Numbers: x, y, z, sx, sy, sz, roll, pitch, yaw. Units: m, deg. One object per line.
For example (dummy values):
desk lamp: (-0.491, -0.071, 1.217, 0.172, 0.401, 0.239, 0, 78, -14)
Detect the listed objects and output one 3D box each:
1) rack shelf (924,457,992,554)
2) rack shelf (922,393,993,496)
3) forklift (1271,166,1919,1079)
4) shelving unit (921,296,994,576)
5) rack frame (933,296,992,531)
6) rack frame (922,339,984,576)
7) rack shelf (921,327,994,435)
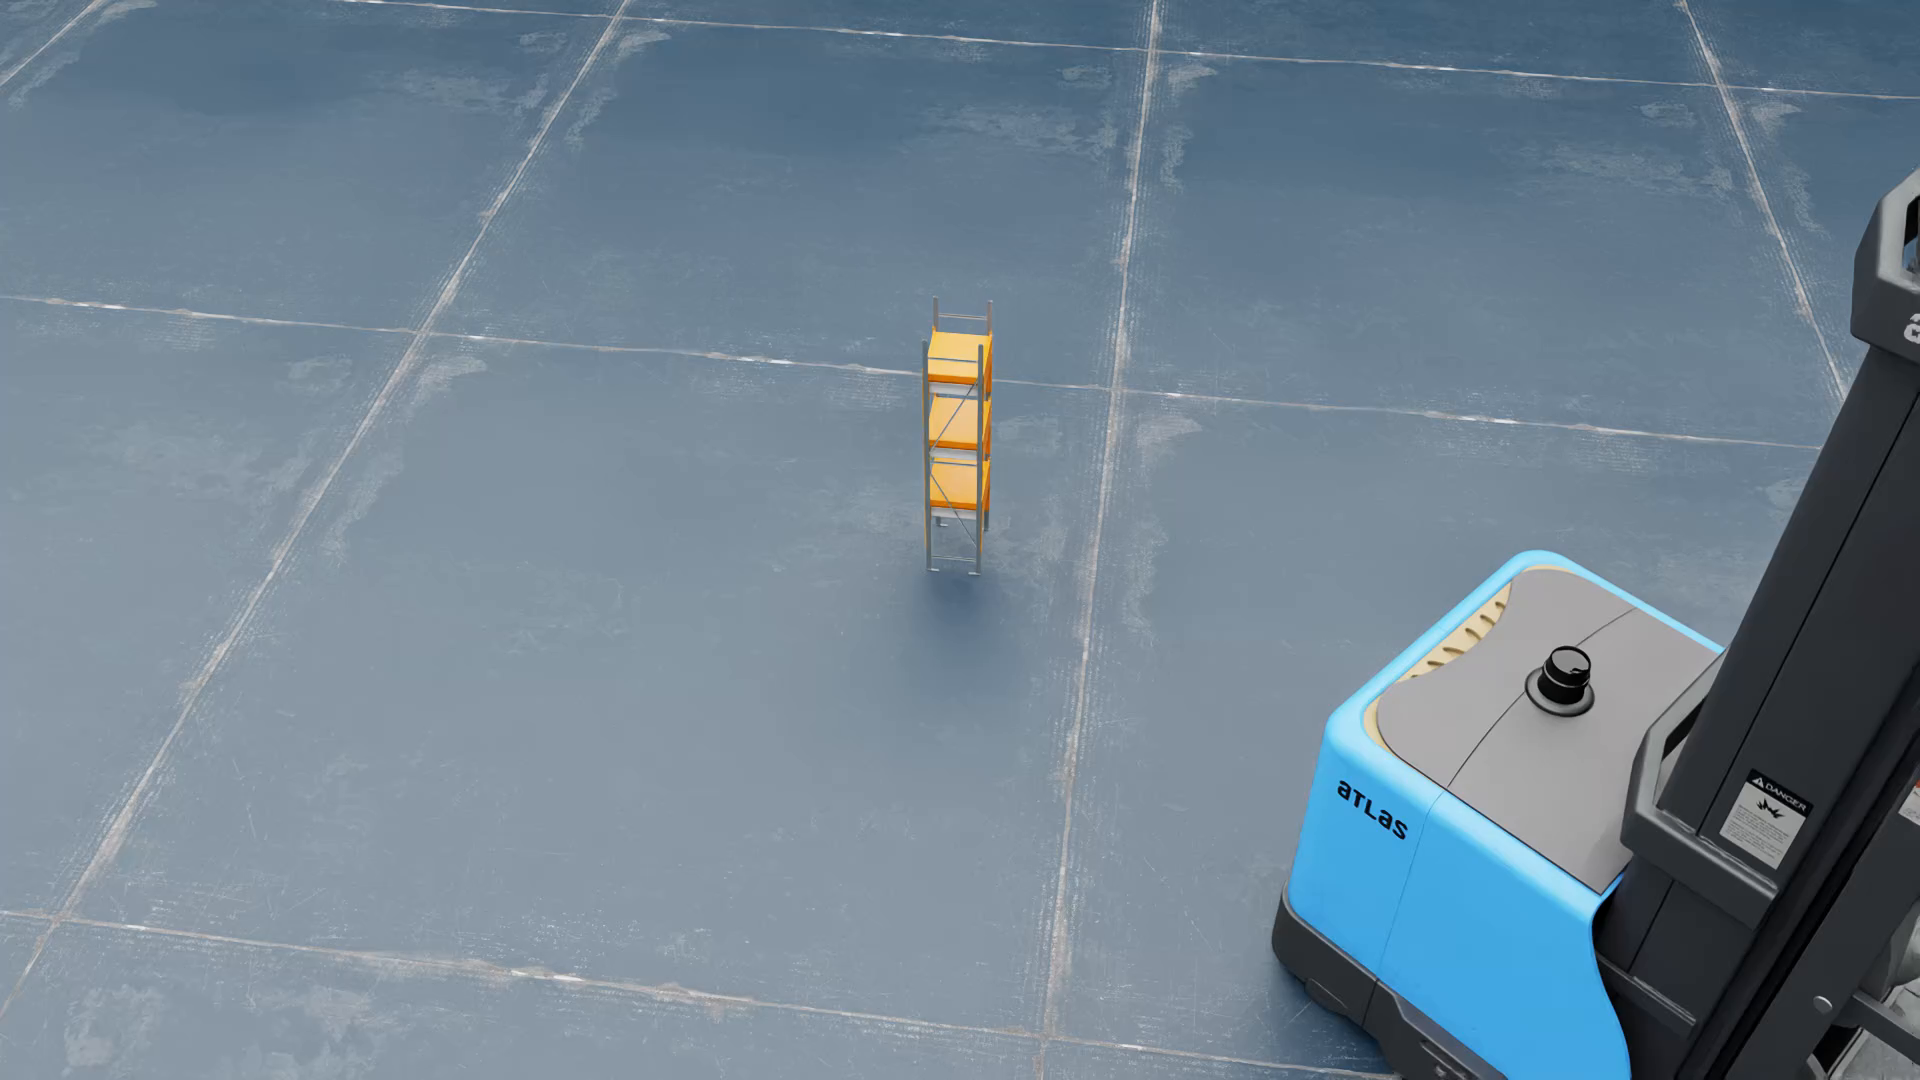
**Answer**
rack shelf: (-0.007, -0.135, 6.049, 0.215, 0.259, 0.240, 5, 44, 6)
rack shelf: (-0.007, -0.337, 5.858, 0.215, 0.259, 0.240, 5, 44, 6)
forklift: (2.296, 0.680, 3.400, 1.130, 2.935, 3.031, -33, 53, -30)
shelving unit: (-0.007, -0.345, 5.851, 0.215, 1.050, 0.252, 5, 44, 6)
rack frame: (0.009, -0.428, 5.938, 0.200, 1.050, 0.008, 5, 44, 6)
rack frame: (-0.023, -0.262, 5.763, 0.200, 1.050, 0.008, 5, 44, 6)
rack shelf: (-0.007, -0.543, 5.663, 0.215, 0.259, 0.240, 5, 44, 6)
